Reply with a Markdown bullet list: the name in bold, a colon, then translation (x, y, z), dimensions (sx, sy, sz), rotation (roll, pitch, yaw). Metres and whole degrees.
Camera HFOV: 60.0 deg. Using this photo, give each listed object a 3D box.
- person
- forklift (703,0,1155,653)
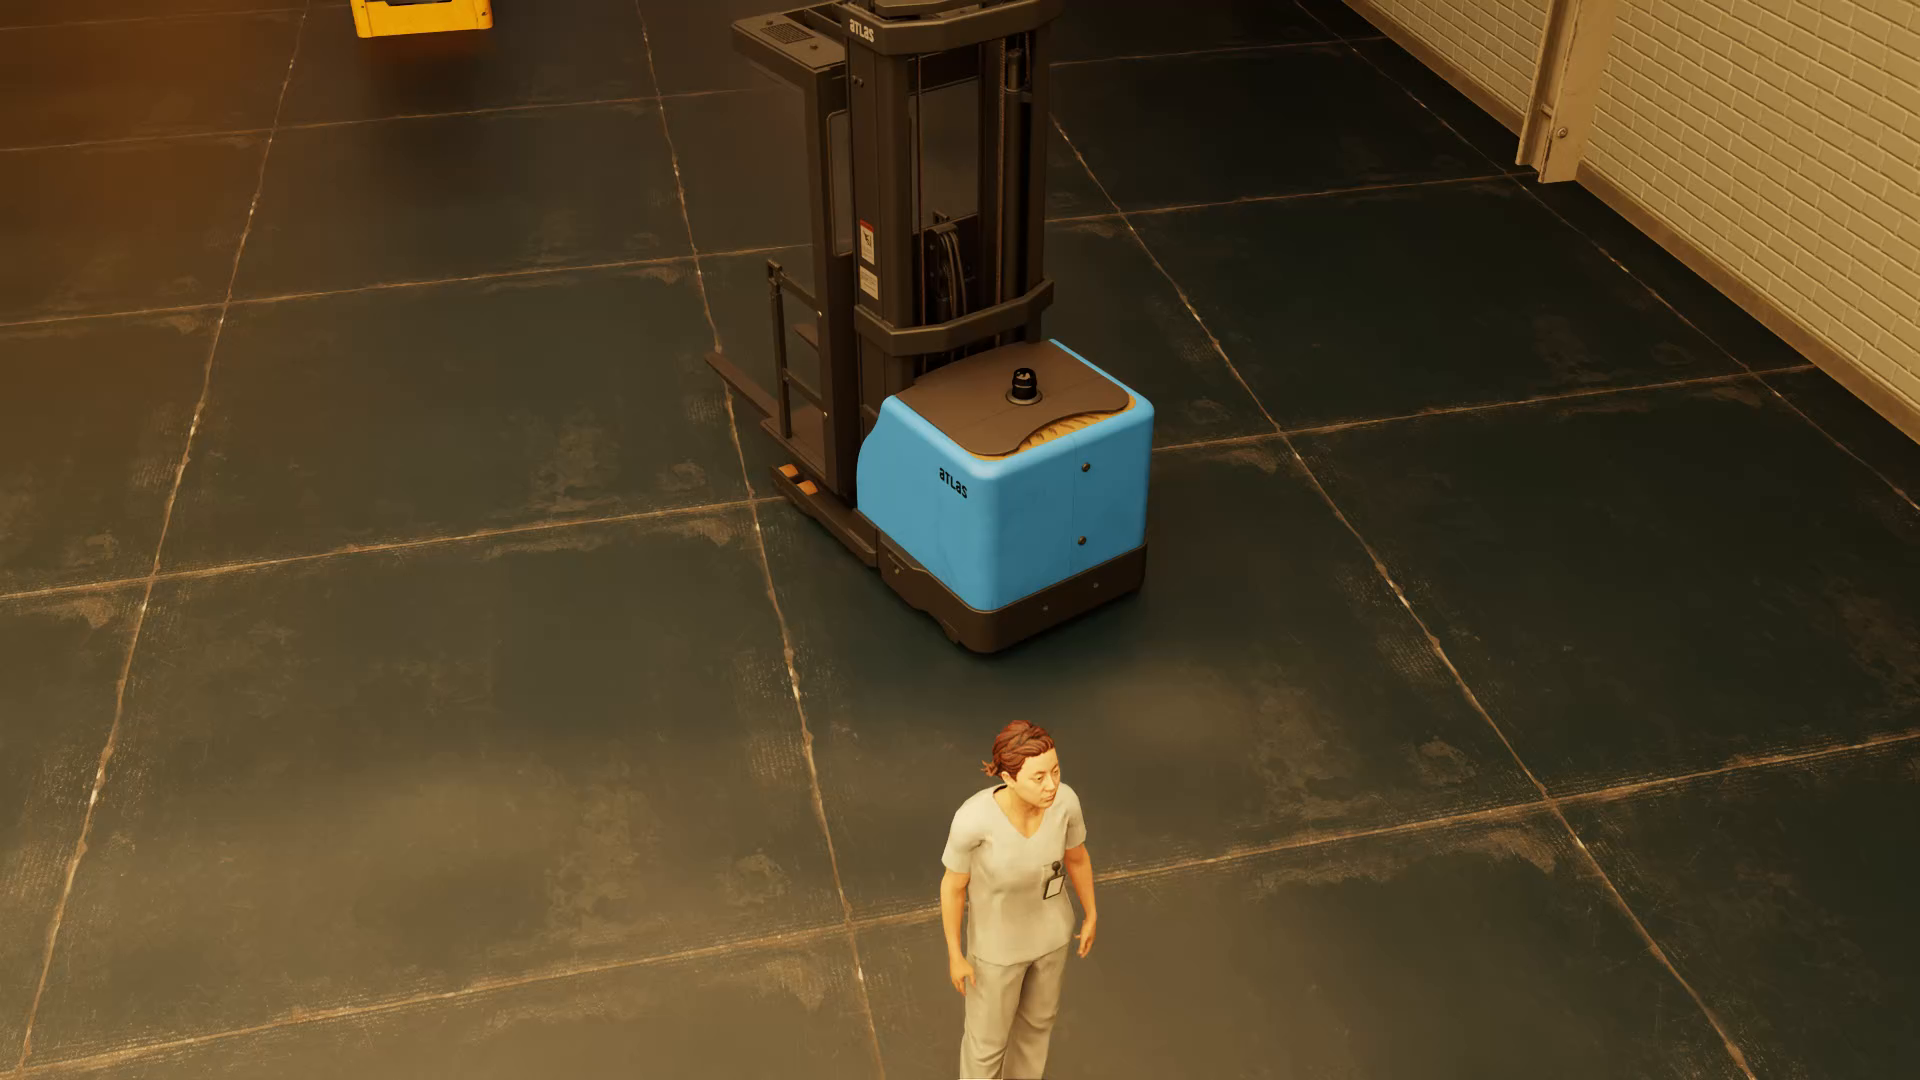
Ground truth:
- **person**: translation (0.209, 1.313, 5.288), dimensions (0.550, 1.673, 0.548), rotation (-15, 38, -20)
- **forklift**: translation (-0.350, -1.480, 8.107), dimensions (1.130, 2.935, 3.031), rotation (-22, 41, -28)
